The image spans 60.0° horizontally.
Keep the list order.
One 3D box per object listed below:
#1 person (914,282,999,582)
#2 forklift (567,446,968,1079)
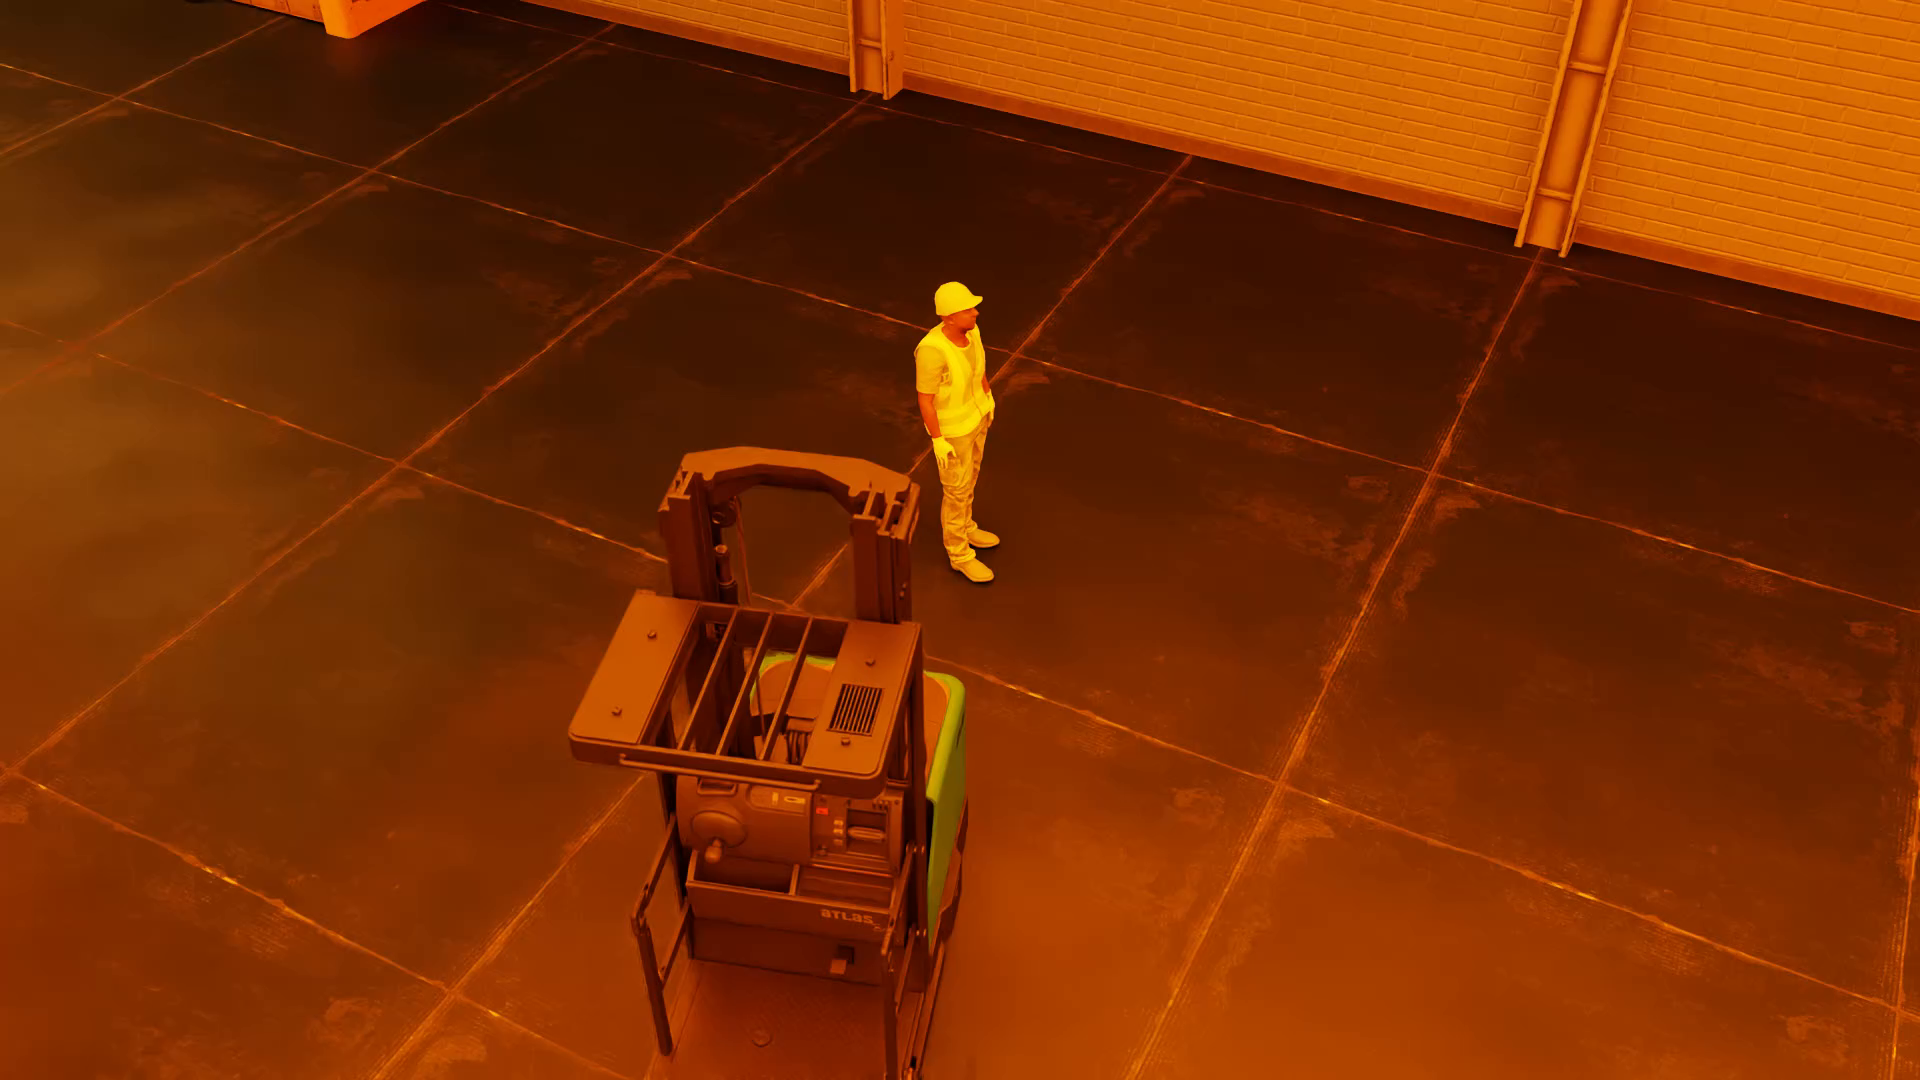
[{"bbox_3d":[0.061,-0.661,9.652,0.575,1.785,0.657,18,43,21],"label":"person"},{"bbox_3d":[-0.723,1.221,6.537,1.130,2.935,3.031,6,41,8],"label":"forklift"}]
